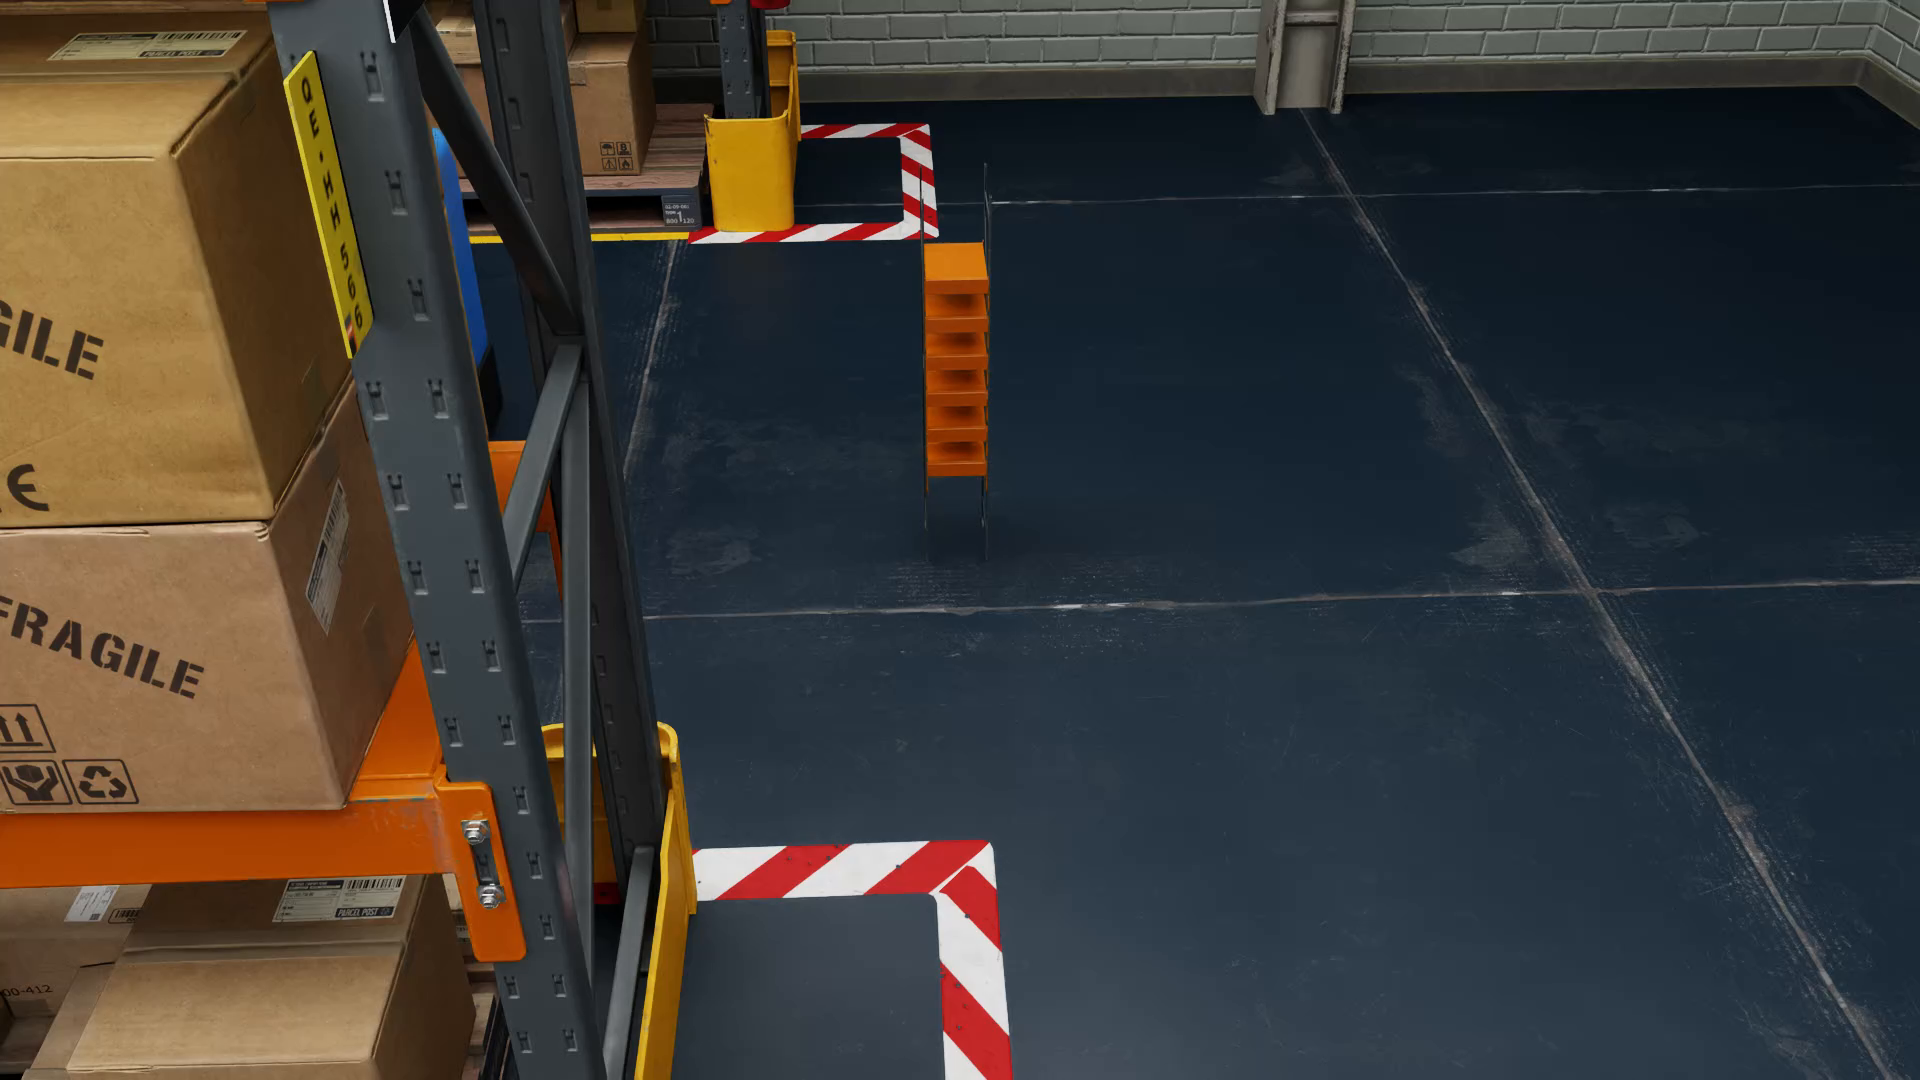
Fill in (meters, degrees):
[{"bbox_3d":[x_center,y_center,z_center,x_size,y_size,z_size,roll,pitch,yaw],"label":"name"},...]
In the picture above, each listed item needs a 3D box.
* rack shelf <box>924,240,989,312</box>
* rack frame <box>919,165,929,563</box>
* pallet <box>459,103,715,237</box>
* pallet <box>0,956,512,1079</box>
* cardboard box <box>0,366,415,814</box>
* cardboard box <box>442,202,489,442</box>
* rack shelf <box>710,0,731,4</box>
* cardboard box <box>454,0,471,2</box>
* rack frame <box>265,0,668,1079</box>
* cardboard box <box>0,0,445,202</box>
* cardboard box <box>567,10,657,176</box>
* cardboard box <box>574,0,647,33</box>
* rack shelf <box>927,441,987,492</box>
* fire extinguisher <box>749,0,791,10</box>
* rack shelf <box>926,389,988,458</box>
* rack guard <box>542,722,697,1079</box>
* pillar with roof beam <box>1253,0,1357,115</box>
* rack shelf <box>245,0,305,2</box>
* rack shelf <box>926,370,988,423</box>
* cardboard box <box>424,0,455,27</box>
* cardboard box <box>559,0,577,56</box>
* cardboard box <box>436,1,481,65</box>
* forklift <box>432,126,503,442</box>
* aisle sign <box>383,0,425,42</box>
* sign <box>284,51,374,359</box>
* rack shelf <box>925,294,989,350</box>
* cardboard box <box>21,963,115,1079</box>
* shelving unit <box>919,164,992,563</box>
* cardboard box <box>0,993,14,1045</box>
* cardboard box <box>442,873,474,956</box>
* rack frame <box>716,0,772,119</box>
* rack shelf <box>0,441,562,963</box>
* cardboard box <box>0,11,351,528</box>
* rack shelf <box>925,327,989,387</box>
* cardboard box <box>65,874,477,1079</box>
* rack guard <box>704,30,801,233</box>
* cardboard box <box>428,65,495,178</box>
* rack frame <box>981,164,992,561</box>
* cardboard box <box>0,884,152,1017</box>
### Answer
[{"bbox_3d":[-0.014,-0.752,4.728,0.180,0.103,0.258,-2,35,-2],"label":"rack shelf"},{"bbox_3d":[-0.106,-0.491,4.904,0.006,1.200,0.240,-2,35,-2],"label":"rack frame"},{"bbox_3d":[-1.738,-1.681,7.493,1.213,0.211,1.003,-2,35,-2],"label":"pallet"},{"bbox_3d":[-1.577,1.093,3.485,1.213,0.211,1.003,-2,35,-2],"label":"pallet"},{"bbox_3d":[-1.140,0.048,2.457,0.500,0.500,0.500,-1,35,-1],"label":"cardboard box"},{"bbox_3d":[-1.161,-0.257,2.897,0.500,0.500,0.500,-1,35,-1],"label":"cardboard box"},{"bbox_3d":[-2.941,-2.544,6.922,4.000,0.370,1.077,-2,35,-2],"label":"rack shelf"},{"bbox_3d":[-2.028,-2.332,7.241,0.250,0.149,0.380,-1,35,-2],"label":"cardboard box"},{"bbox_3d":[-0.705,-0.077,2.726,0.127,3.000,1.000,-2,35,-2],"label":"rack frame"},{"bbox_3d":[-1.161,-0.668,2.612,0.500,0.500,0.500,-1,35,-1],"label":"cardboard box"},{"bbox_3d":[-1.638,-1.962,7.277,0.500,0.500,0.700,-2,35,-2],"label":"cardboard box"},{"bbox_3d":[-1.523,-2.346,7.262,0.250,0.149,0.380,-1,35,-2],"label":"cardboard box"},{"bbox_3d":[-0.014,-0.259,5.070,0.180,0.103,0.258,-2,35,-2],"label":"rack shelf"},{"bbox_3d":[-0.771,-2.450,6.550,0.183,0.674,0.296,-2,35,-2],"label":"fire extinguisher"},{"bbox_3d":[-0.014,-0.358,5.002,0.180,0.103,0.258,-2,35,-2],"label":"rack shelf"},{"bbox_3d":[-0.781,0.952,3.434,0.348,0.500,1.175,-2,35,-2],"label":"rack guard"},{"bbox_3d":[1.916,-3.477,2.367,0.400,9.000,9.100,-2,35,-2],"label":"pillar with roof beam"},{"bbox_3d":[-2.703,-0.961,1.999,4.000,0.370,1.077,-2,35,-2],"label":"rack shelf"},{"bbox_3d":[-0.014,-0.456,4.933,0.180,0.103,0.258,-2,35,-2],"label":"rack shelf"},{"bbox_3d":[-2.278,-2.326,7.232,0.250,0.149,0.380,-1,35,-2],"label":"cardboard box"},{"bbox_3d":[-1.758,-2.122,6.938,0.250,0.149,0.380,-2,35,-3],"label":"cardboard box"},{"bbox_3d":[-2.013,-2.115,6.927,0.250,0.149,0.380,-1,35,-1],"label":"cardboard box"},{"bbox_3d":[-3.097,-1.351,4.626,3.031,2.935,1.130,-1,35,-1],"label":"forklift"},{"bbox_3d":[-0.623,-0.974,1.737,0.004,0.787,0.394,-2,35,-2],"label":"aisle sign"},{"bbox_3d":[-0.699,-0.368,1.850,0.005,0.325,0.100,-2,35,-2],"label":"sign"},{"bbox_3d":[-0.014,-0.654,4.797,0.180,0.103,0.258,-2,35,-2],"label":"rack shelf"},{"bbox_3d":[-1.645,1.021,3.242,0.250,0.166,0.380,-2,35,-2],"label":"cardboard box"},{"bbox_3d":[-0.014,-0.493,4.908,0.189,1.200,0.258,-2,35,-2],"label":"shelving unit"},{"bbox_3d":[-2.187,1.035,3.148,0.500,0.250,0.500,-2,35,-2],"label":"cardboard box"},{"bbox_3d":[-1.140,0.730,3.678,0.250,0.149,0.380,-2,35,-2],"label":"cardboard box"},{"bbox_3d":[-0.943,-2.893,6.795,0.127,3.000,1.000,-2,35,-2],"label":"rack frame"},{"bbox_3d":[-2.703,0.272,2.853,4.000,0.370,1.077,-2,35,-2],"label":"rack shelf"},{"bbox_3d":[-1.137,-0.361,2.170,0.500,0.500,0.500,-2,35,-3],"label":"cardboard box"},{"bbox_3d":[-0.014,-0.555,4.865,0.180,0.103,0.258,-2,35,-2],"label":"rack shelf"},{"bbox_3d":[-1.237,0.924,3.089,0.500,0.500,0.500,-2,35,-2],"label":"cardboard box"},{"bbox_3d":[-0.919,-1.866,7.507,0.348,0.500,1.175,-2,35,-2],"label":"rack guard"},{"bbox_3d":[-2.138,-1.949,7.258,0.500,0.500,0.700,-2,35,-2],"label":"cardboard box"},{"bbox_3d":[0.077,-0.495,4.912,0.006,1.200,0.240,-2,35,-2],"label":"rack frame"},{"bbox_3d":[-1.761,0.739,3.576,0.500,0.250,0.500,-2,35,-2],"label":"cardboard box"}]
